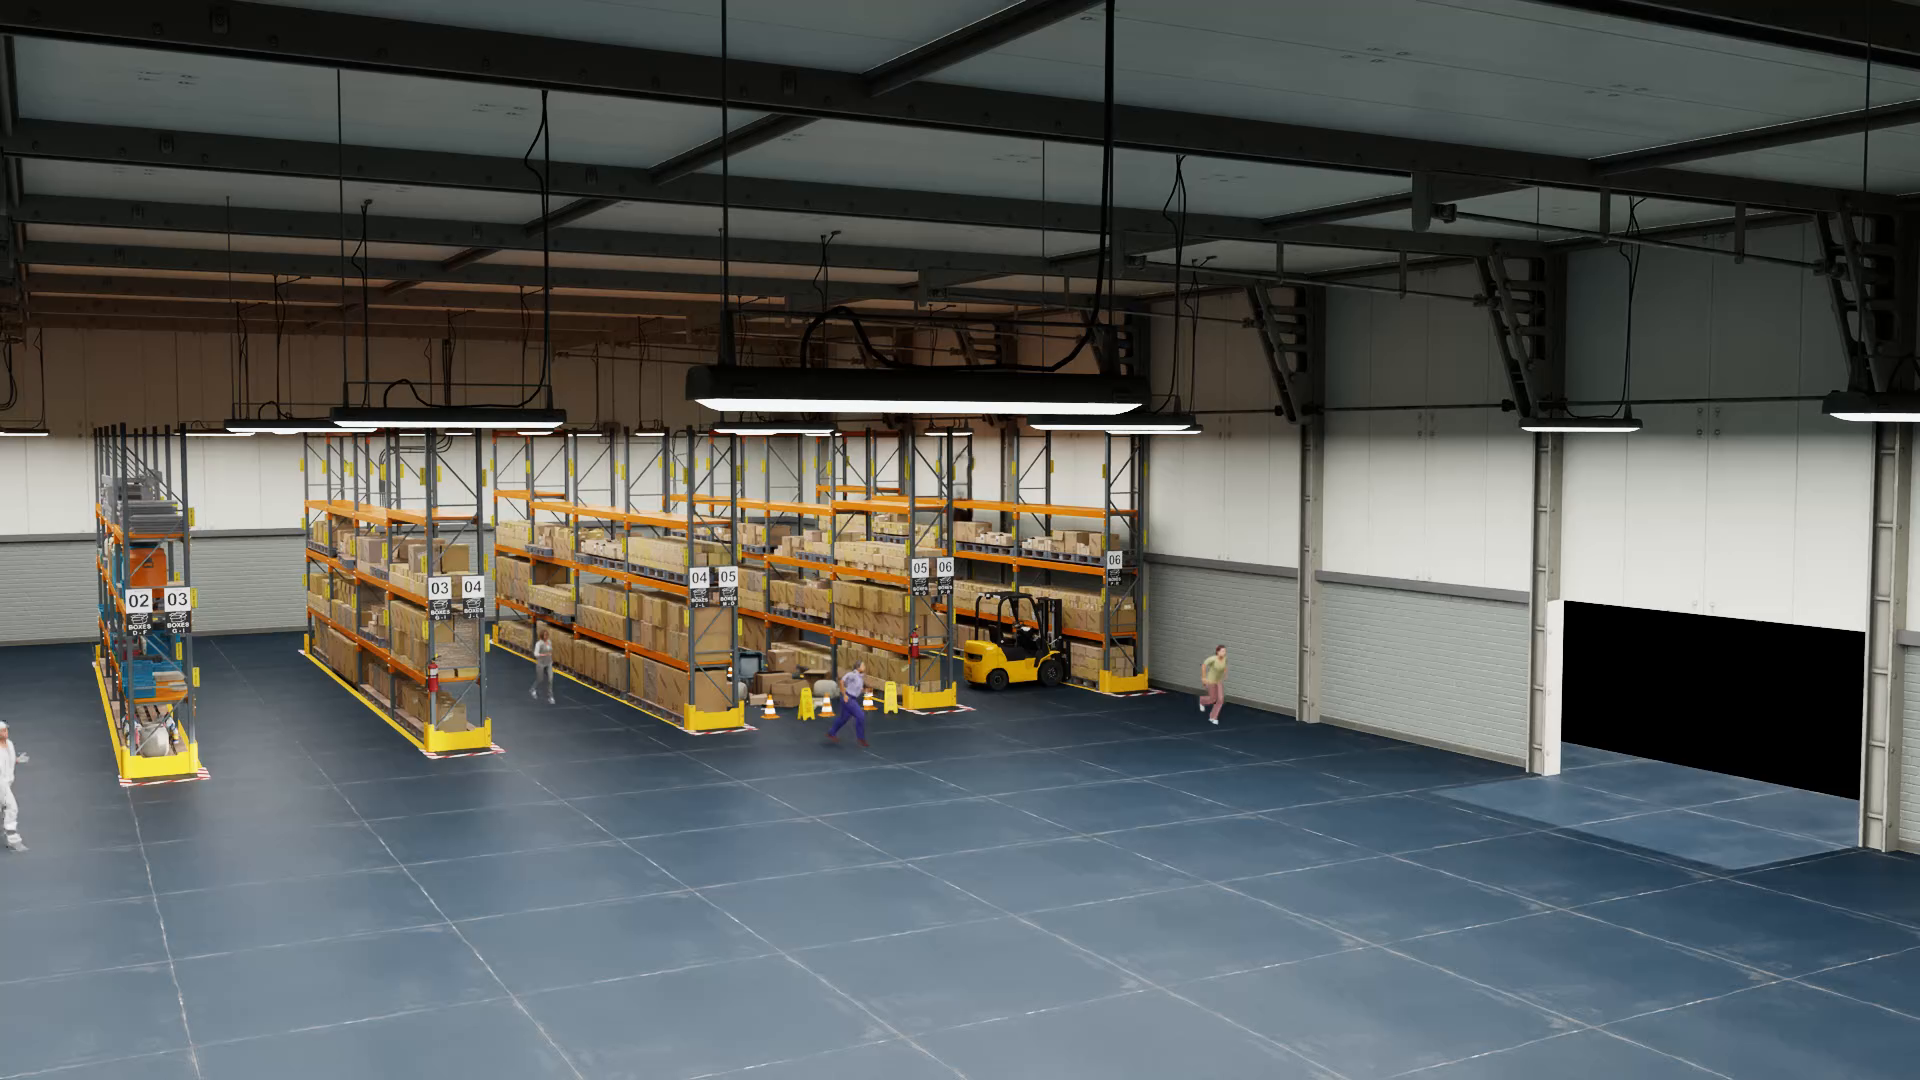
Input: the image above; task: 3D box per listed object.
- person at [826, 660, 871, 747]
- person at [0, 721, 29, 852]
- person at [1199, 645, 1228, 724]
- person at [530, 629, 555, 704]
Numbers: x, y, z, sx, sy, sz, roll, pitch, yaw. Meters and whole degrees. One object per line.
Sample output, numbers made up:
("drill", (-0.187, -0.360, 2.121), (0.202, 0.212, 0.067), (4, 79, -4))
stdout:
("person", (-2.100, 3.049, 31.081), (0.907, 1.642, 0.597), (1, 4, 13))
("person", (-13.397, 3.425, 23.179), (0.850, 1.838, 0.624), (0, 3, -2))
("person", (5.130, 2.905, 33.725), (0.576, 1.612, 0.778), (-2, 4, -33))
("person", (-9.021, 2.722, 36.007), (0.881, 1.586, 0.537), (3, 5, 45))
